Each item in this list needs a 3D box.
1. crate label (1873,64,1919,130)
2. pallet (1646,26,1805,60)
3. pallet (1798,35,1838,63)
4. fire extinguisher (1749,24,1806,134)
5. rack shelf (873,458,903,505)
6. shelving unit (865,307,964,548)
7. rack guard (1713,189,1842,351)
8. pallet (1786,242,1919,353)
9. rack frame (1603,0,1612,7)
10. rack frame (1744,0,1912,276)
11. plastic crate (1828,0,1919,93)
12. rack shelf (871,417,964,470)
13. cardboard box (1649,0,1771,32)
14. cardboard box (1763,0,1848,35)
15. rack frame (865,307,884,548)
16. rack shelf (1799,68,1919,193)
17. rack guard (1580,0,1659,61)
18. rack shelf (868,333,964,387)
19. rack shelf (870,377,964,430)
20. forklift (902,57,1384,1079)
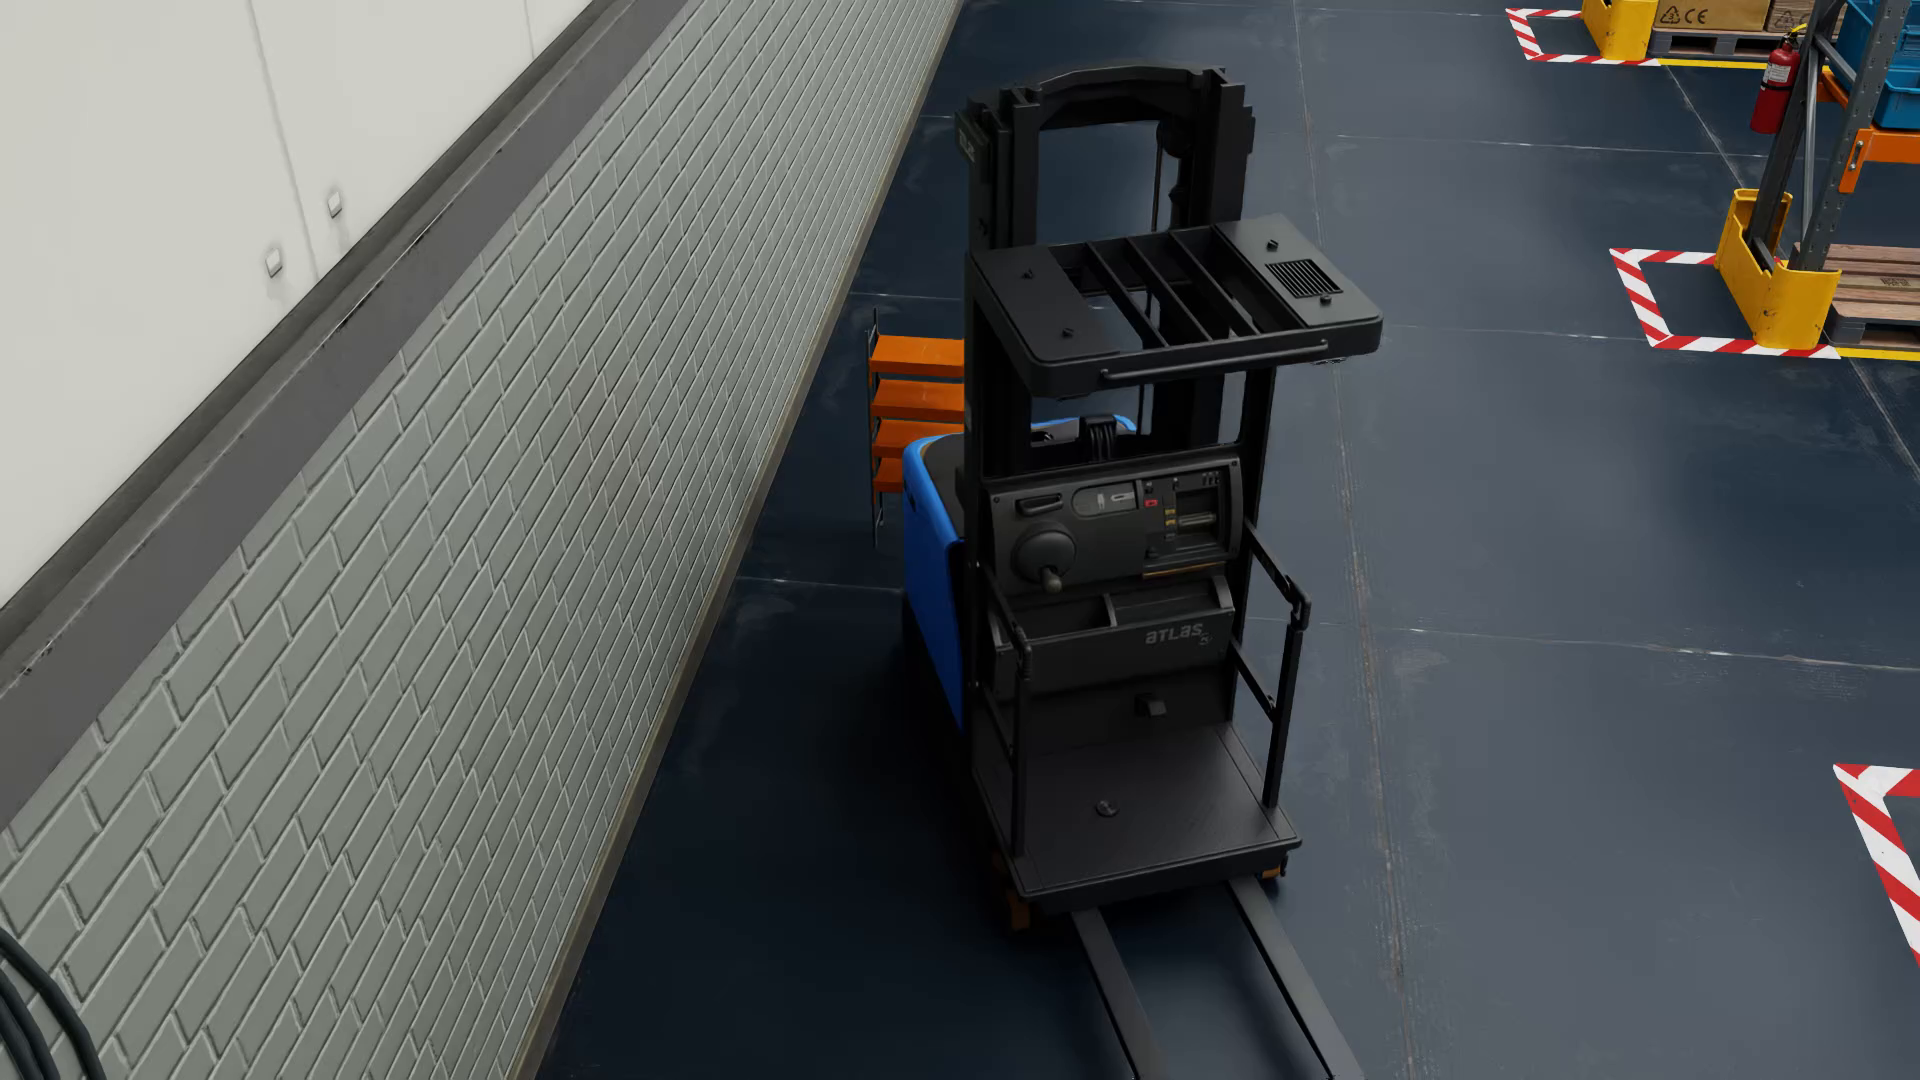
[{"bbox_3d":[5.200,-2.439,9.177,0.303,0.233,0.416,4,36,6],"label":"crate label"},{"bbox_3d":[6.431,-4.395,14.226,1.213,0.211,1.003,4,36,6],"label":"pallet"},{"bbox_3d":[7.637,-4.303,14.098,1.213,0.211,1.003,4,36,6],"label":"pallet"},{"bbox_3d":[4.905,-2.780,9.951,0.183,0.674,0.296,4,36,6],"label":"fire extinguisher"},{"bbox_3d":[-0.164,-0.284,8.073,0.480,0.148,0.258,4,36,6],"label":"rack shelf"},{"bbox_3d":[-0.164,-0.501,7.919,0.503,1.200,0.258,4,36,6],"label":"shelving unit"},{"bbox_3d":[4.971,-1.667,10.156,0.348,0.500,1.175,4,36,6],"label":"rack guard"},{"bbox_3d":[5.810,-1.472,10.131,1.213,0.211,1.003,4,36,6],"label":"pallet"},{"bbox_3d":[5.628,-5.544,13.436,0.127,3.000,1.000,4,36,6],"label":"rack frame"},{"bbox_3d":[4.997,-2.690,9.437,0.127,3.000,1.000,4,36,6],"label":"rack frame"},{"bbox_3d":[5.353,-2.812,9.526,0.499,0.435,0.616,4,36,6],"label":"plastic crate"},{"bbox_3d":[-0.164,-0.446,7.958,0.480,0.148,0.258,4,36,6],"label":"rack shelf"},{"bbox_3d":[6.273,-4.849,13.930,0.875,0.875,0.875,4,36,6],"label":"cardboard box"},{"bbox_3d":[7.175,-4.782,13.835,0.875,0.875,0.875,4,36,6],"label":"cardboard box"},{"bbox_3d":[-0.406,-0.519,7.944,0.015,1.200,0.240,4,36,6],"label":"rack frame"},{"bbox_3d":[6.981,-2.250,9.439,4.000,0.370,1.077,4,36,6],"label":"rack shelf"},{"bbox_3d":[5.604,-4.528,14.165,0.348,0.500,1.175,4,36,6],"label":"rack guard"},{"bbox_3d":[-0.164,-0.820,7.690,0.480,0.148,0.258,4,36,6],"label":"rack shelf"},{"bbox_3d":[-0.164,-0.628,7.828,0.480,0.148,0.258,4,36,6],"label":"rack shelf"},{"bbox_3d":[0.616,0.012,5.710,1.130,2.935,3.031,-9,36,-12],"label":"forklift"}]
